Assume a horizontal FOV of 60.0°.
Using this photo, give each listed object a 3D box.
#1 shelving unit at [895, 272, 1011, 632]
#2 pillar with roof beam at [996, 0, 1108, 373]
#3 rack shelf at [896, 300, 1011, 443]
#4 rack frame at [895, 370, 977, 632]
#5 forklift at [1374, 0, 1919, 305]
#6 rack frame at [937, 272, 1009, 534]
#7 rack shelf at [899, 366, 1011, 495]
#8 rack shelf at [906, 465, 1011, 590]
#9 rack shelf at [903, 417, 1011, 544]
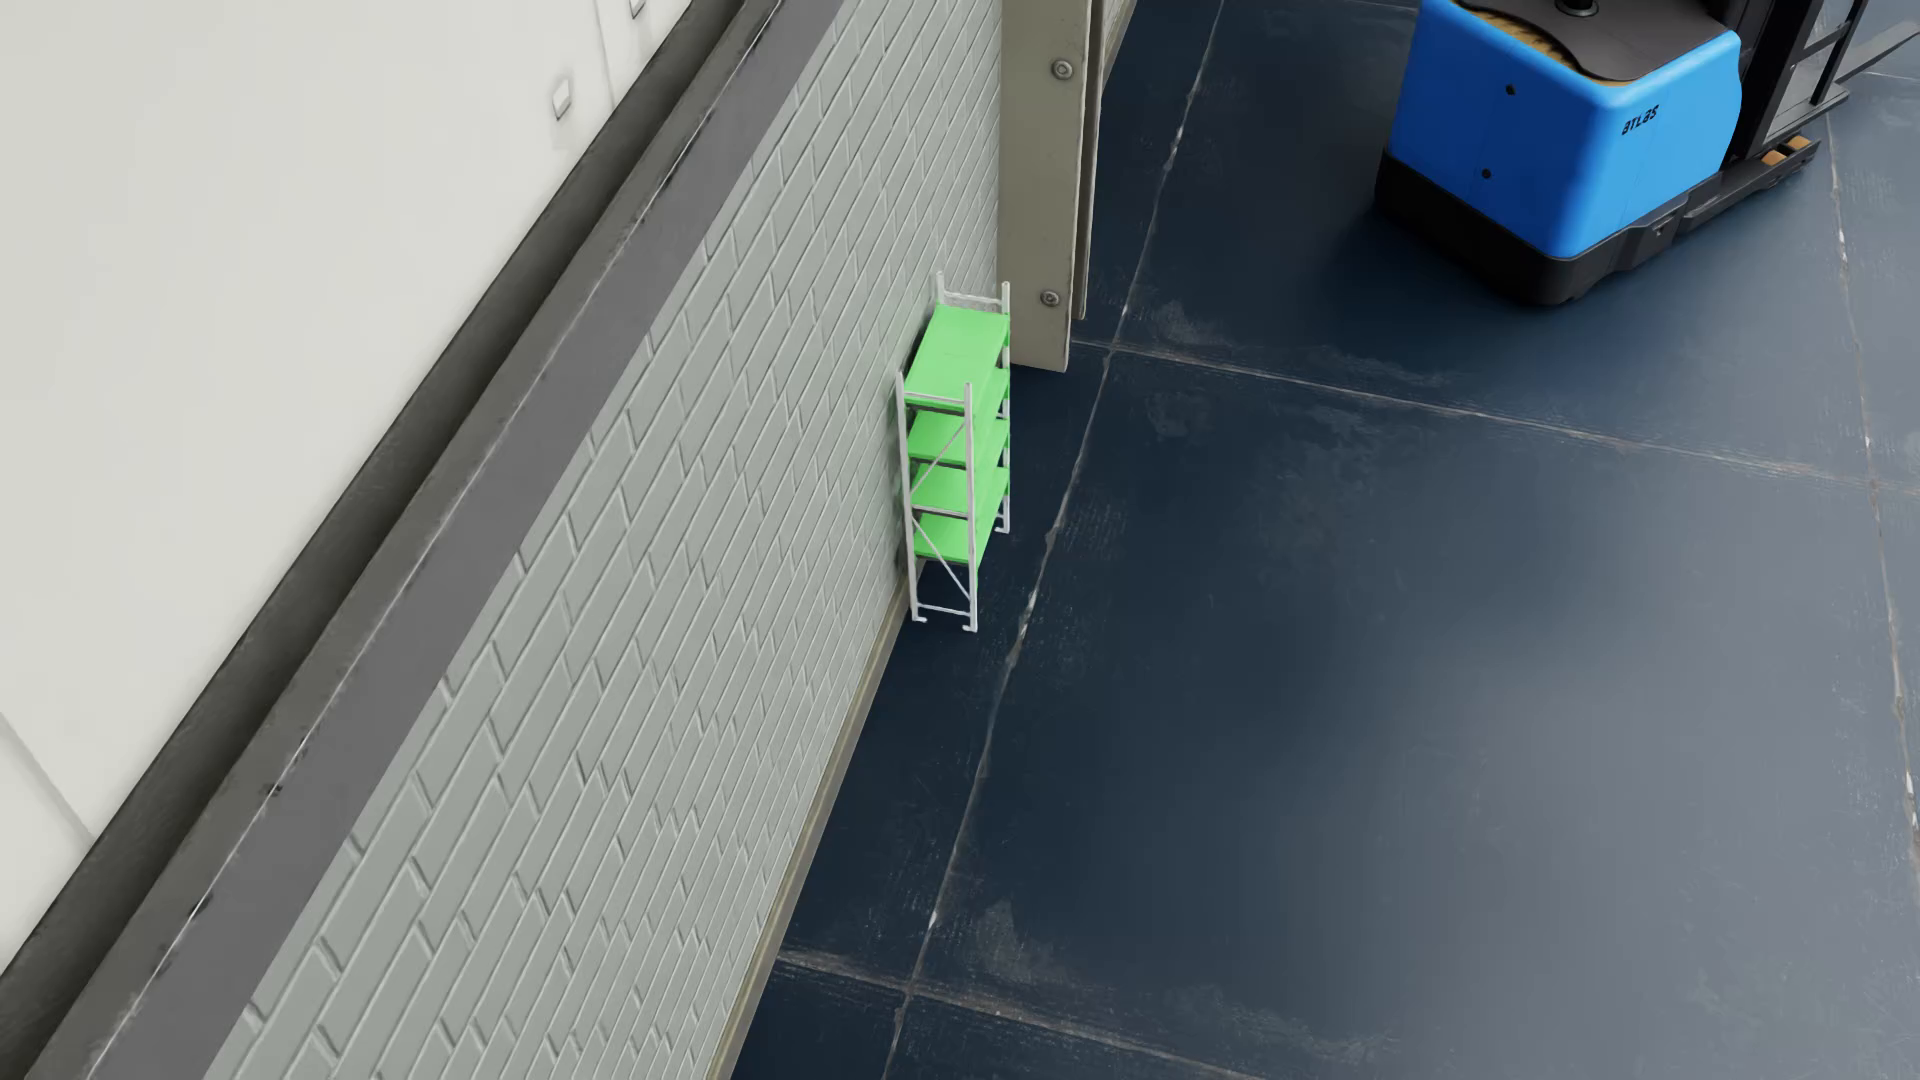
[{"bbox_3d":[-0.007,-0.273,5.686,0.258,1.200,0.503,10,49,11],"label":"shelving unit"},{"bbox_3d":[4.489,-2.992,2.889,9.100,9.000,0.400,12,50,10],"label":"pillar with roof beam"},{"bbox_3d":[-0.016,-0.550,5.376,0.258,0.148,0.480,10,49,11],"label":"rack shelf"},{"bbox_3d":[-0.069,-0.096,5.530,0.240,1.200,0.015,10,49,11],"label":"rack frame"},{"bbox_3d":[3.359,-2.883,6.840,3.031,2.935,1.130,-30,55,-24],"label":"forklift"},{"bbox_3d":[0.055,-0.450,5.842,0.240,1.200,0.015,10,49,11],"label":"rack frame"},{"bbox_3d":[-0.011,-0.390,5.555,0.258,0.148,0.480,10,49,11],"label":"rack shelf"},{"bbox_3d":[0.000,-0.070,5.913,0.258,0.148,0.480,10,49,11],"label":"rack shelf"},{"bbox_3d":[-0.005,-0.230,5.734,0.258,0.148,0.480,10,49,11],"label":"rack shelf"}]
